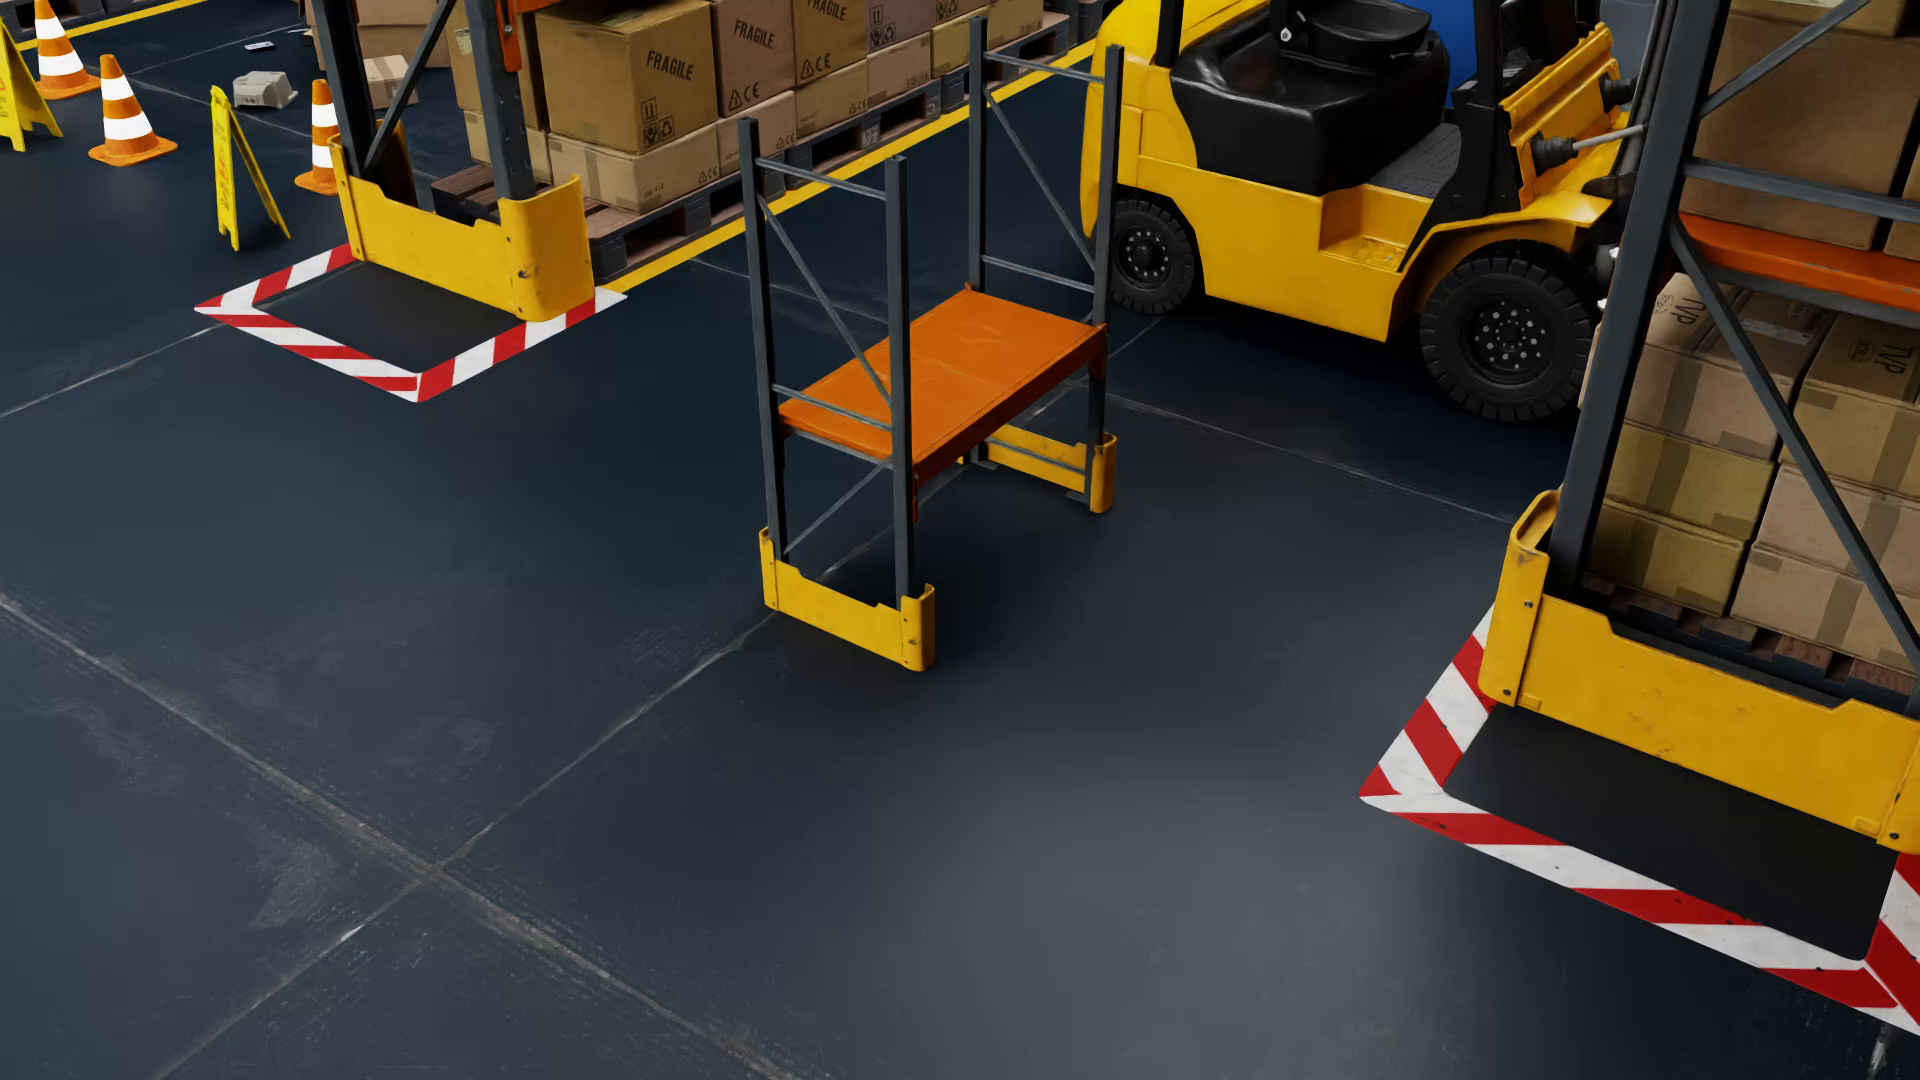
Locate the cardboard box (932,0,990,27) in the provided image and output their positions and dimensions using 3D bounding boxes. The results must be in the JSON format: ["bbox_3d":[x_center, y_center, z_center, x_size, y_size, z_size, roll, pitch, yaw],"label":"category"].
[{"bbox_3d":[-0.191,-2.904,8.277,0.500,0.500,0.500,22,40,29],"label":"cardboard box"}]

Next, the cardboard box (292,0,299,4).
[{"bbox_3d":[-3.952,-3.609,10.139,0.500,0.500,0.500,29,44,36],"label":"cardboard box"}]

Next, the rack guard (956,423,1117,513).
[{"bbox_3d":[0.240,-0.298,5.467,0.587,0.250,0.087,21,39,28],"label":"rack guard"}]

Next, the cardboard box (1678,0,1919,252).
[{"bbox_3d":[2.078,-1.079,4.078,0.500,0.500,0.500,20,39,27],"label":"cardboard box"}]

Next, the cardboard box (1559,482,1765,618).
[{"bbox_3d":[2.021,-0.079,4.769,0.500,0.250,0.500,22,40,28],"label":"cardboard box"}]

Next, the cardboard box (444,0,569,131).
[{"bbox_3d":[-1.824,-2.108,7.100,0.500,0.500,0.500,22,40,28],"label":"cardboard box"}]

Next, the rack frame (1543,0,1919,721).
[{"bbox_3d":[2.013,-0.727,3.647,1.000,3.000,0.127,21,39,28],"label":"rack frame"}]

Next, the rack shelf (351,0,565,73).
[{"bbox_3d":[-0.926,-2.933,7.552,1.077,0.370,4.000,21,39,28],"label":"rack shelf"}]

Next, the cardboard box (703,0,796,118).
[{"bbox_3d":[-1.072,-2.192,7.224,0.500,0.500,0.500,20,39,27],"label":"cardboard box"}]

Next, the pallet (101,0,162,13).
[{"bbox_3d":[-5.103,-3.642,10.447,1.003,0.211,1.213,21,39,28],"label":"pallet"}]

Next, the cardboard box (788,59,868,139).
[{"bbox_3d":[-0.782,-2.116,7.781,0.500,0.250,0.500,24,41,31],"label":"cardboard box"}]

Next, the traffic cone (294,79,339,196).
[{"bbox_3d":[-2.881,-1.870,7.602,0.336,0.463,0.334,21,39,28],"label":"traffic cone"}]

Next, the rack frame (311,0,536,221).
[{"bbox_3d":[-2.067,-2.311,5.989,1.000,3.000,0.127,21,39,28],"label":"rack frame"}]

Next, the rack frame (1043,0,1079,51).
[{"bbox_3d":[0.214,-4.152,8.711,1.000,3.000,0.127,21,39,28],"label":"rack frame"}]

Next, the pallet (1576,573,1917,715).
[{"bbox_3d":[2.415,0.063,4.969,1.003,0.211,1.213,21,39,28],"label":"pallet"}]

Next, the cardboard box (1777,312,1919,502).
[{"bbox_3d":[2.443,-0.337,4.257,0.500,0.250,0.500,21,39,28],"label":"cardboard box"}]

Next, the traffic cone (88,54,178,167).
[{"bbox_3d":[-3.987,-2.068,7.895,0.336,0.463,0.334,21,39,28],"label":"traffic cone"}]

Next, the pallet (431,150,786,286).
[{"bbox_3d":[-1.531,-1.553,7.358,1.003,0.211,1.213,21,39,28],"label":"pallet"}]

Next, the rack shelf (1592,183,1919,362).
[{"bbox_3d":[3.153,-1.349,5.210,1.077,0.370,4.000,21,39,28],"label":"rack shelf"}]

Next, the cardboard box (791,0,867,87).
[{"bbox_3d":[-0.779,-2.421,7.562,0.500,0.500,0.500,22,40,29],"label":"cardboard box"}]

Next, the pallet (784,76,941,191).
[{"bbox_3d":[-0.835,-2.112,8.185,1.003,0.211,1.213,21,39,28],"label":"pallet"}]

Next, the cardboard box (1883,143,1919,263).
[{"bbox_3d":[2.524,-0.908,3.825,0.500,0.500,0.500,23,40,30],"label":"cardboard box"}]

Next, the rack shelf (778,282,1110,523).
[{"bbox_3d":[-0.049,-0.433,4.873,0.538,0.185,1.000,21,39,28],"label":"rack shelf"}]

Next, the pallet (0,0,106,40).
[{"bbox_3d":[-5.799,-3.083,9.621,1.003,0.211,1.213,21,39,28],"label":"pallet"}]

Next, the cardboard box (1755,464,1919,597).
[{"bbox_3d":[2.452,-0.119,4.382,0.500,0.250,0.500,22,40,29],"label":"cardboard box"}]

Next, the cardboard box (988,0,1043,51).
[{"bbox_3d":[0.098,-2.829,8.835,0.500,0.250,0.500,23,40,30],"label":"cardboard box"}]

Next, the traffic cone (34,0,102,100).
[{"bbox_3d":[-4.722,-2.585,8.660,0.336,0.463,0.334,21,39,28],"label":"traffic cone"}]

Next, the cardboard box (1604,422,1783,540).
[{"bbox_3d":[2.034,-0.293,4.639,0.500,0.250,0.500,21,39,28],"label":"cardboard box"}]

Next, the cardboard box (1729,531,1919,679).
[{"bbox_3d":[2.454,0.075,4.542,0.500,0.250,0.500,21,40,28],"label":"cardboard box"}]

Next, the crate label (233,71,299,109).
[{"bbox_3d":[-3.590,-2.314,8.550,0.250,0.136,0.298,3,34,4],"label":"crate label"}]

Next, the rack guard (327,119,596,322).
[{"bbox_3d":[-2.023,-1.310,6.741,1.175,0.500,0.348,21,39,28],"label":"rack guard"}]

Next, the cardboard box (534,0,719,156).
[{"bbox_3d":[-1.367,-1.950,6.867,0.500,0.500,0.500,20,39,27],"label":"cardboard box"}]

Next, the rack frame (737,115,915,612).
[{"bbox_3d":[-0.338,-0.348,4.426,0.500,1.500,0.032,21,39,28],"label":"rack frame"}]

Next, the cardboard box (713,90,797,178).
[{"bbox_3d":[-1.082,-1.861,7.404,0.500,0.250,0.500,23,40,30],"label":"cardboard box"}]

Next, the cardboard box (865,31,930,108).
[{"bbox_3d":[-0.491,-2.348,8.124,0.500,0.250,0.500,22,40,29],"label":"cardboard box"}]

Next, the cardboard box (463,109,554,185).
[{"bbox_3d":[-1.813,-1.815,7.335,0.500,0.250,0.500,21,39,28],"label":"cardboard box"}]

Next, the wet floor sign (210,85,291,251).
[{"bbox_3d":[-3.054,-1.590,7.025,0.232,0.644,0.267,-22,40,-29],"label":"wet floor sign"}]

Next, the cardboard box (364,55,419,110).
[{"bbox_3d":[-2.979,-2.378,8.633,0.250,0.149,0.380,-15,37,-21],"label":"cardboard box"}]

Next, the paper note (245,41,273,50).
[{"bbox_3d":[-3.926,-2.775,9.327,0.142,0.017,0.144,-22,40,-29],"label":"paper note"}]

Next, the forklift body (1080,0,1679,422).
[{"bbox_3d":[1.596,-1.831,6.037,2.313,2.155,1.214,21,39,28],"label":"forklift body"}]

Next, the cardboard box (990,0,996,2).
[{"bbox_3d":[0.097,-3.139,8.624,0.500,0.500,0.500,21,39,28],"label":"cardboard box"}]

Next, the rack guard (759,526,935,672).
[{"bbox_3d":[-0.327,0.161,4.789,0.587,0.250,0.087,21,39,28],"label":"rack guard"}]

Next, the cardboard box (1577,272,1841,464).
[{"bbox_3d":[2.019,-0.488,4.480,0.500,0.250,0.500,23,40,30],"label":"cardboard box"}]

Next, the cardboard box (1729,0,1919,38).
[{"bbox_3d":[1.981,-1.286,3.806,0.380,0.149,0.250,22,40,29],"label":"cardboard box"}]

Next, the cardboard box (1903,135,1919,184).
[{"bbox_3d":[2.381,-1.315,4.427,0.500,0.500,0.500,23,40,30],"label":"cardboard box"}]

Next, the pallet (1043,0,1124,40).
[{"bbox_3d":[0.657,-3.355,10.023,1.003,0.211,1.213,21,39,28],"label":"pallet"}]

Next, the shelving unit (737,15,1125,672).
[{"bbox_3d":[-0.043,-0.586,4.778,0.587,1.500,1.083,21,39,28],"label":"shelving unit"}]

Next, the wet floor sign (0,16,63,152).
[{"bbox_3d":[-4.581,-2.224,7.963,0.267,0.644,0.232,14,37,20],"label":"wet floor sign"}]

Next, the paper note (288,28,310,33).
[{"bbox_3d":[-3.810,-2.937,9.584,0.123,0.001,0.032,-15,37,-21],"label":"paper note"}]

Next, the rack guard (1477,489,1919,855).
[{"bbox_3d":[1.999,0.320,4.331,1.175,0.500,0.348,21,39,28],"label":"rack guard"}]

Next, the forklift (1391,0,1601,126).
[{"bbox_3d":[2.737,-3.763,8.198,1.130,2.935,3.031,19,38,25],"label":"forklift"}]

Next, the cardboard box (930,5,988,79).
[{"bbox_3d":[-0.198,-2.580,8.468,0.500,0.250,0.500,20,39,27],"label":"cardboard box"}]

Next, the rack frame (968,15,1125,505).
[{"bbox_3d":[0.241,-0.816,5.118,0.500,1.500,0.032,21,39,28],"label":"rack frame"}]

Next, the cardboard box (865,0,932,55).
[{"bbox_3d":[-0.481,-2.669,7.930,0.500,0.500,0.500,24,41,31],"label":"cardboard box"}]

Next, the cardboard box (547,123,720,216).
[{"bbox_3d":[-1.380,-1.629,7.060,0.500,0.250,0.500,21,39,28],"label":"cardboard box"}]

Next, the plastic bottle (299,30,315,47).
[{"bbox_3d":[-3.616,-2.878,9.451,0.133,0.061,0.283,8,35,12],"label":"plastic bottle"}]

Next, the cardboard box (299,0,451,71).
[{"bbox_3d":[-3.145,-2.894,9.080,0.797,0.503,0.637,-3,34,-4],"label":"cardboard box"}]

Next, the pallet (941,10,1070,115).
[{"bbox_3d":[-0.140,-2.676,9.019,1.003,0.211,1.213,21,39,28],"label":"pallet"}]
